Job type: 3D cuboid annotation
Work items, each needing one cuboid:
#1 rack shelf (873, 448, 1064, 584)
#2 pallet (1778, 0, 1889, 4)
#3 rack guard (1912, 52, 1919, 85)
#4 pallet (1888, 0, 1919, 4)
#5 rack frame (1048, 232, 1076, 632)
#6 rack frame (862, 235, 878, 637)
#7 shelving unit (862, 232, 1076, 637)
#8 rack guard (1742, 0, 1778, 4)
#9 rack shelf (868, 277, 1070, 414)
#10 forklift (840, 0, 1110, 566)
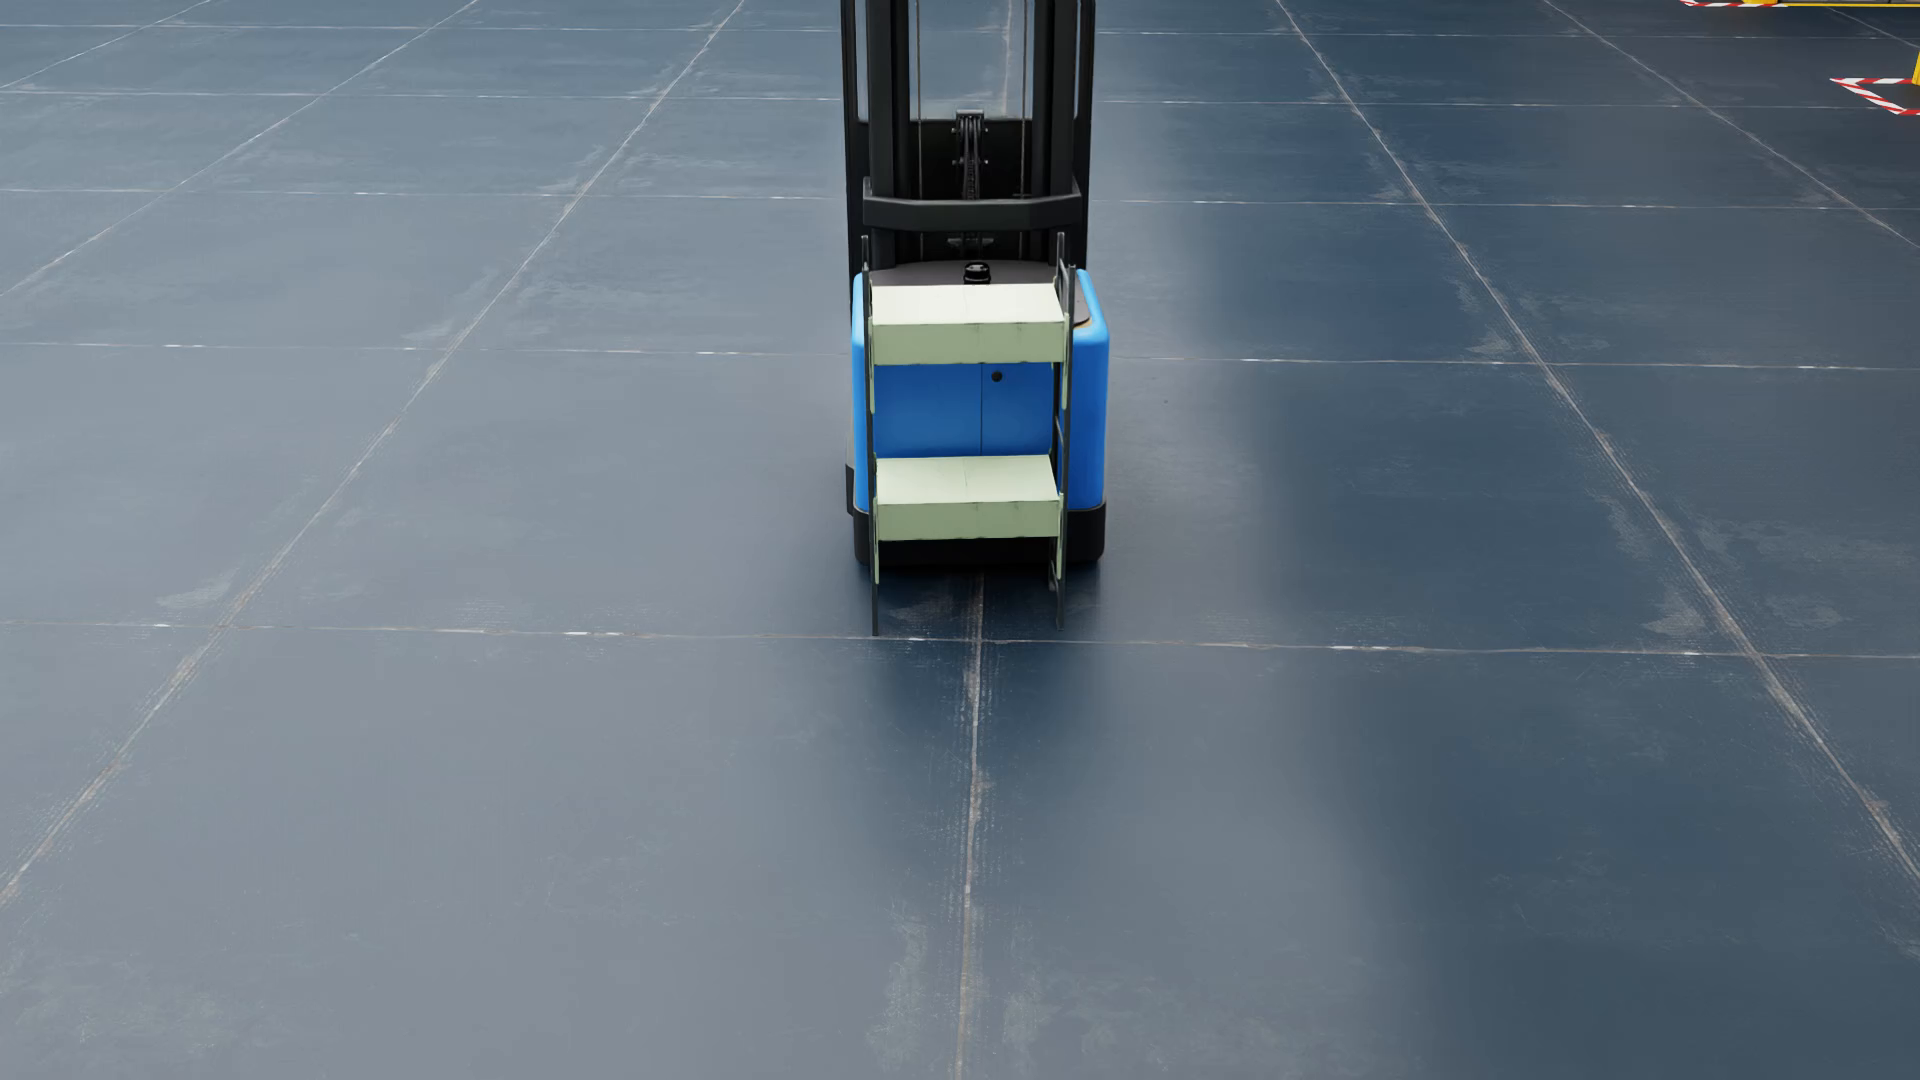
[{"bbox_3d":[0.022,-0.098,6.529,0.720,0.370,0.431,-1,28,-3],"label":"rack shelf"},{"bbox_3d":[9.770,-6.314,18.936,1.213,0.211,1.003,1,28,2],"label":"pallet"},{"bbox_3d":[8.782,-4.117,14.483,0.348,0.500,1.175,1,28,2],"label":"rack guard"},{"bbox_3d":[10.986,-6.293,18.895,1.213,0.211,1.003,1,28,2],"label":"pallet"},{"bbox_3d":[0.387,-0.395,6.394,0.023,1.500,0.400,-1,28,-3],"label":"rack frame"},{"bbox_3d":[-0.344,-0.377,6.359,0.023,1.500,0.400,-1,28,-3],"label":"rack frame"},{"bbox_3d":[0.022,-0.386,6.377,0.755,1.500,0.431,-1,28,-3],"label":"shelving unit"},{"bbox_3d":[8.958,-6.458,18.898,0.348,0.500,1.175,1,28,2],"label":"rack guard"},{"bbox_3d":[0.022,-0.731,6.194,0.720,0.370,0.431,-1,28,-3],"label":"rack shelf"},{"bbox_3d":[0.022,-1.841,7.593,1.130,2.935,3.031,-1,28,-2],"label":"forklift"}]
